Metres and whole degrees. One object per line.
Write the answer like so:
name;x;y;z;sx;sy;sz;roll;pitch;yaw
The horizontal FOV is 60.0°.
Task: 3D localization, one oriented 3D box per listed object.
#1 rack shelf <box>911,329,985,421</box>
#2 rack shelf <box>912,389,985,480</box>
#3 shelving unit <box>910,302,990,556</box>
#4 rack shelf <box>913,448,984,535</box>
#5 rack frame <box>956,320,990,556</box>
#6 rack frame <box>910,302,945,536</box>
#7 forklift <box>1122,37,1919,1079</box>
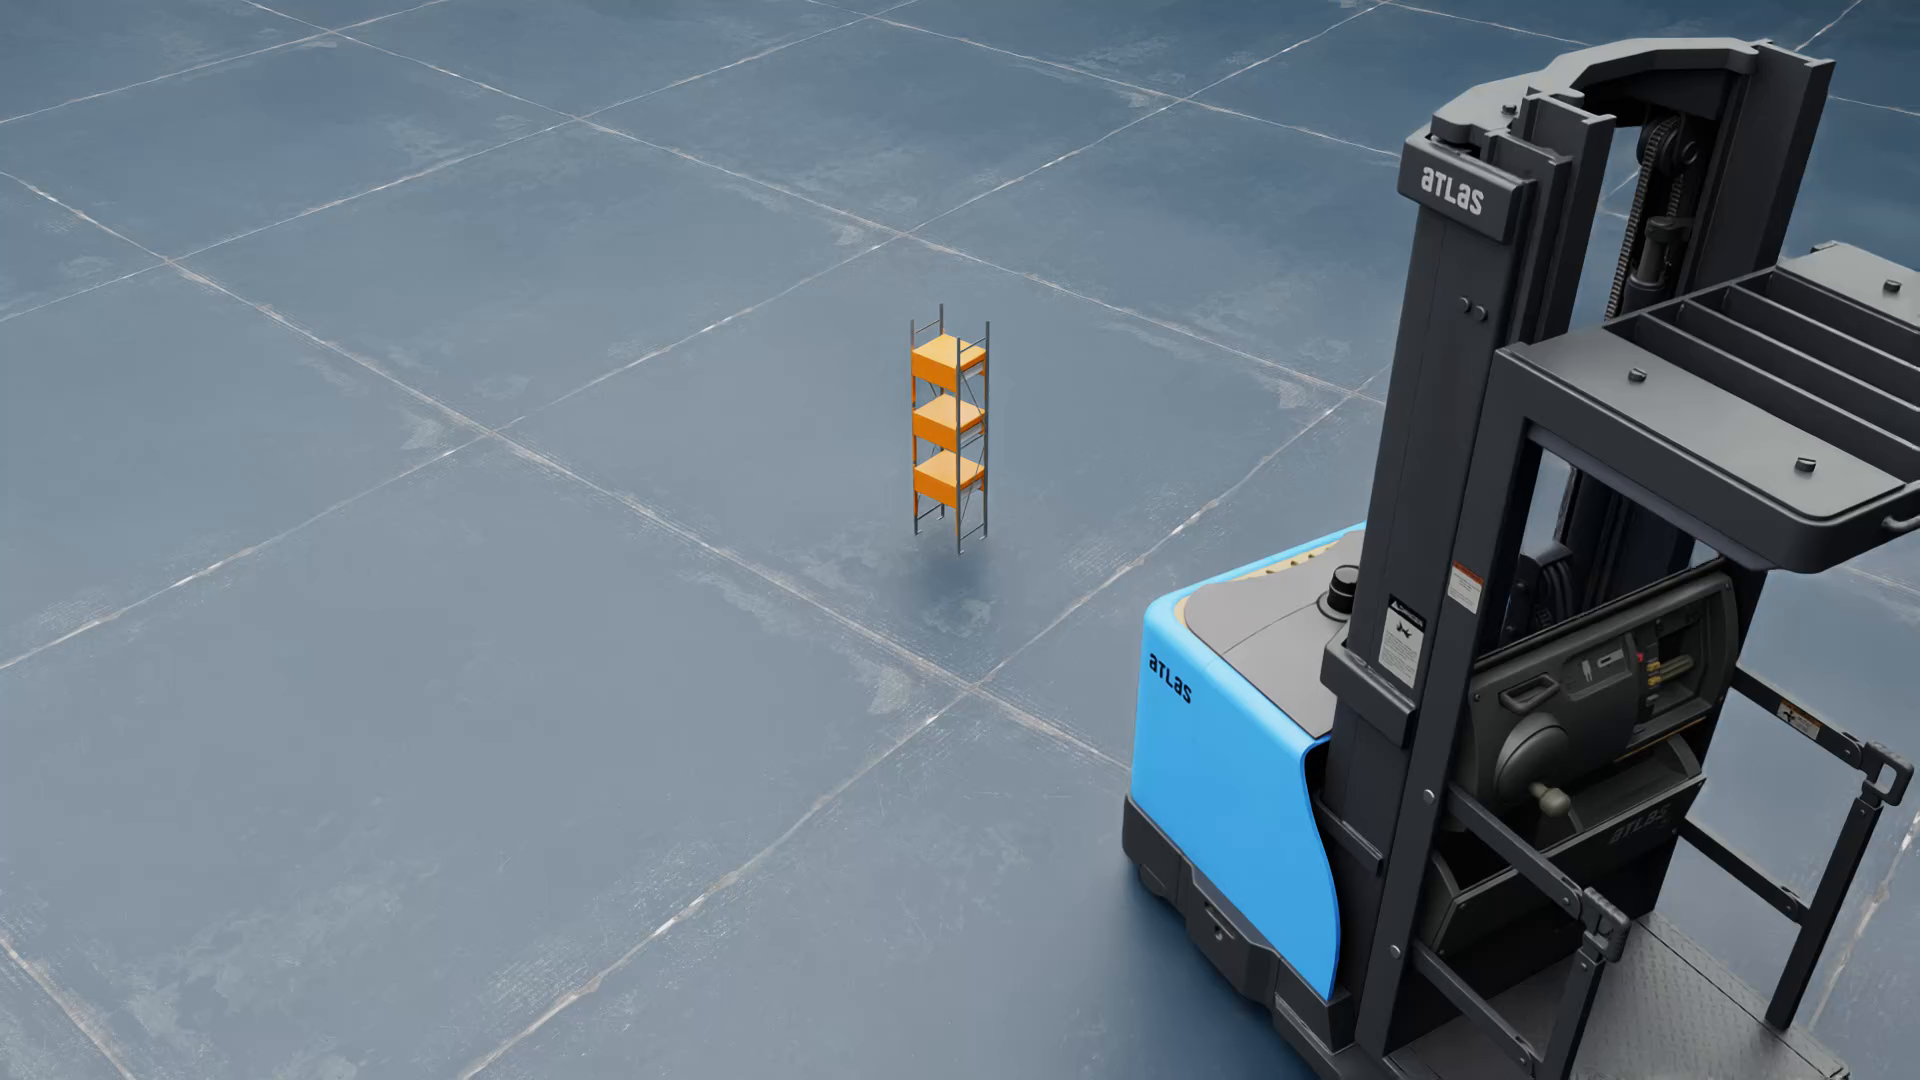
rack shelf;-0.041;-0.677;6.826;0.240;0.259;0.215;25;42;32
rack shelf;-0.041;-0.443;6.987;0.240;0.259;0.215;25;42;32
shelving unit;-0.041;-0.452;6.981;0.252;1.050;0.215;25;42;32
rack shelf;-0.041;-0.214;7.144;0.240;0.259;0.215;25;42;32
rack frame;0.053;-0.408;6.917;0.008;1.050;0.200;25;42;32
rack frame;-0.135;-0.496;7.045;0.008;1.050;0.200;25;42;32
forklift;1.723;0.449;4.007;1.130;2.935;3.031;-18;38;-25
